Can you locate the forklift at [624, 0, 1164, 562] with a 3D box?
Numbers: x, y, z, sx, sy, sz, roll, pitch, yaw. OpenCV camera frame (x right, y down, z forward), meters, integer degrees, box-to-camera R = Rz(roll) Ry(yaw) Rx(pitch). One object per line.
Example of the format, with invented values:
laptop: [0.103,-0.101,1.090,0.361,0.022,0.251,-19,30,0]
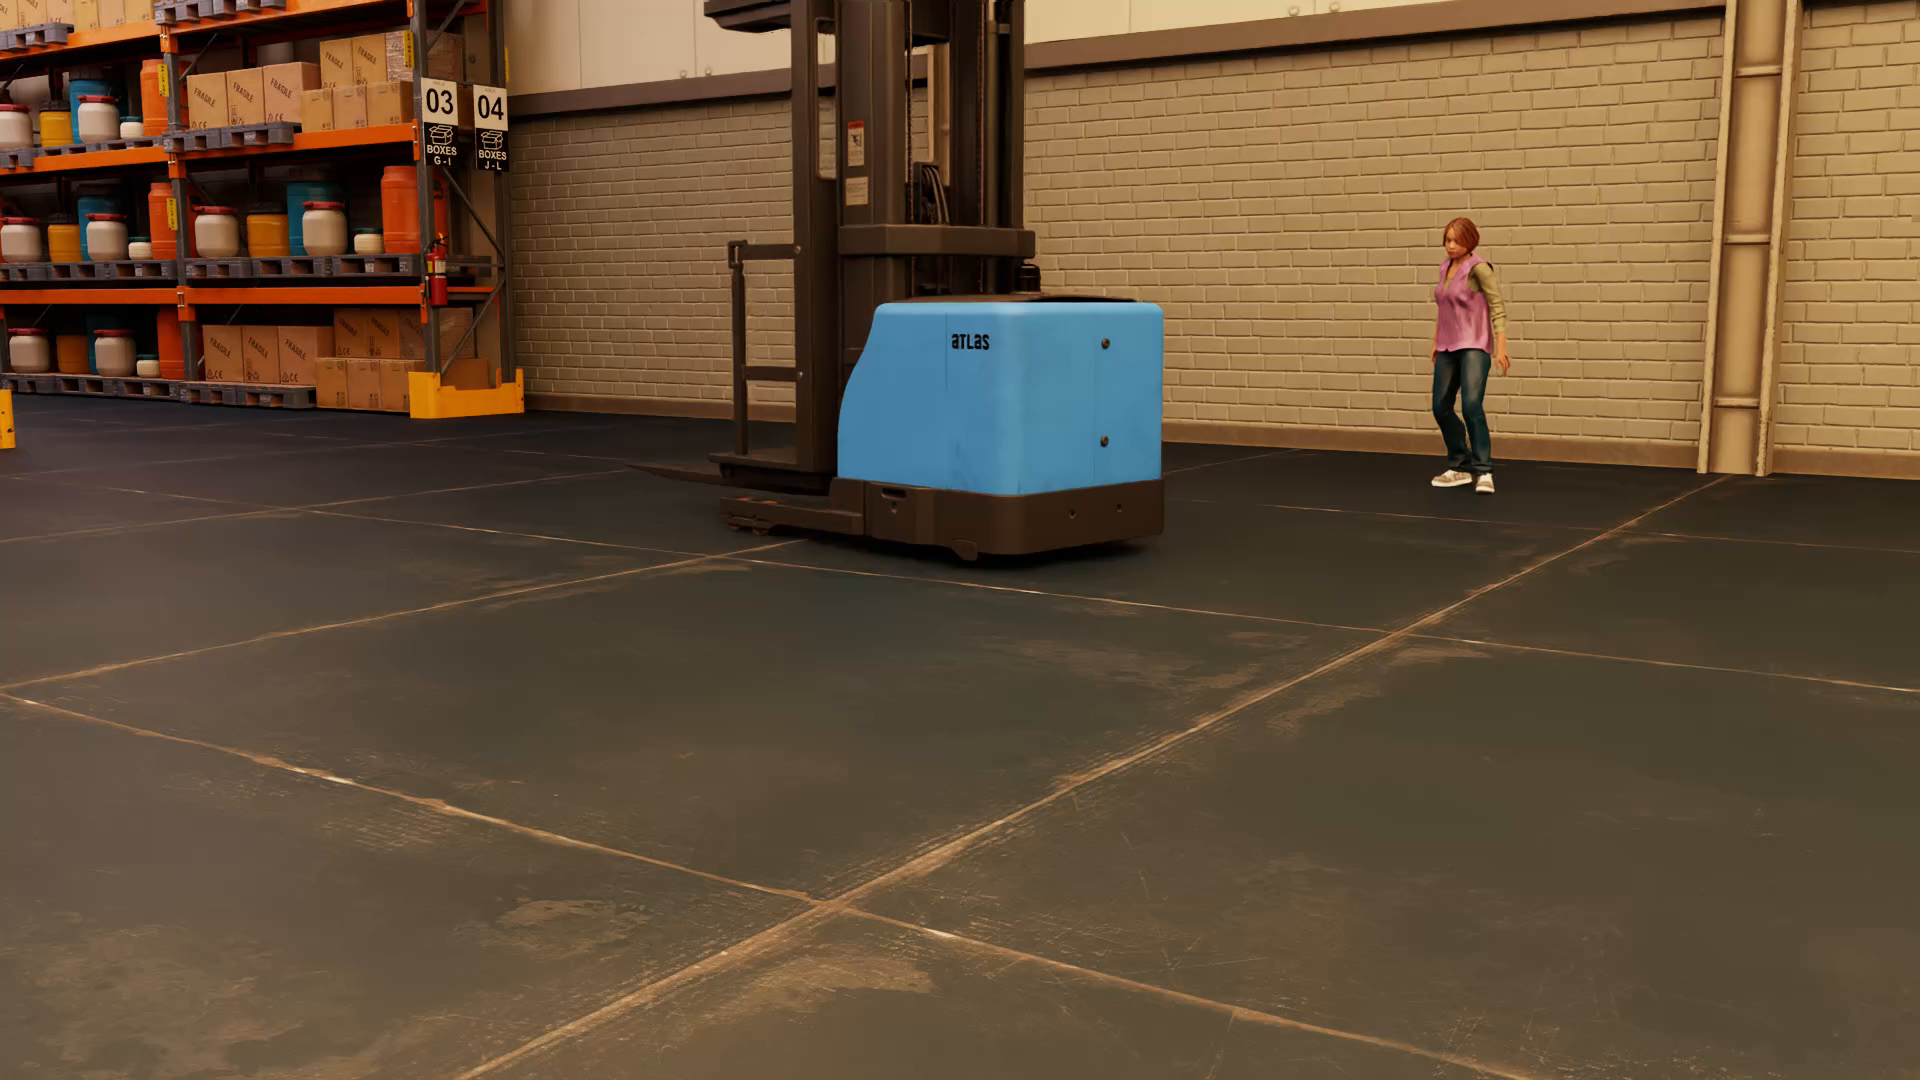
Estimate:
forklift: [-0.494,-1.516,7.853,1.130,2.935,3.031,-8,11,-44]

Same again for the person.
person: [2.942,-1.071,9.664,0.379,1.555,0.726,-4,9,-25]
